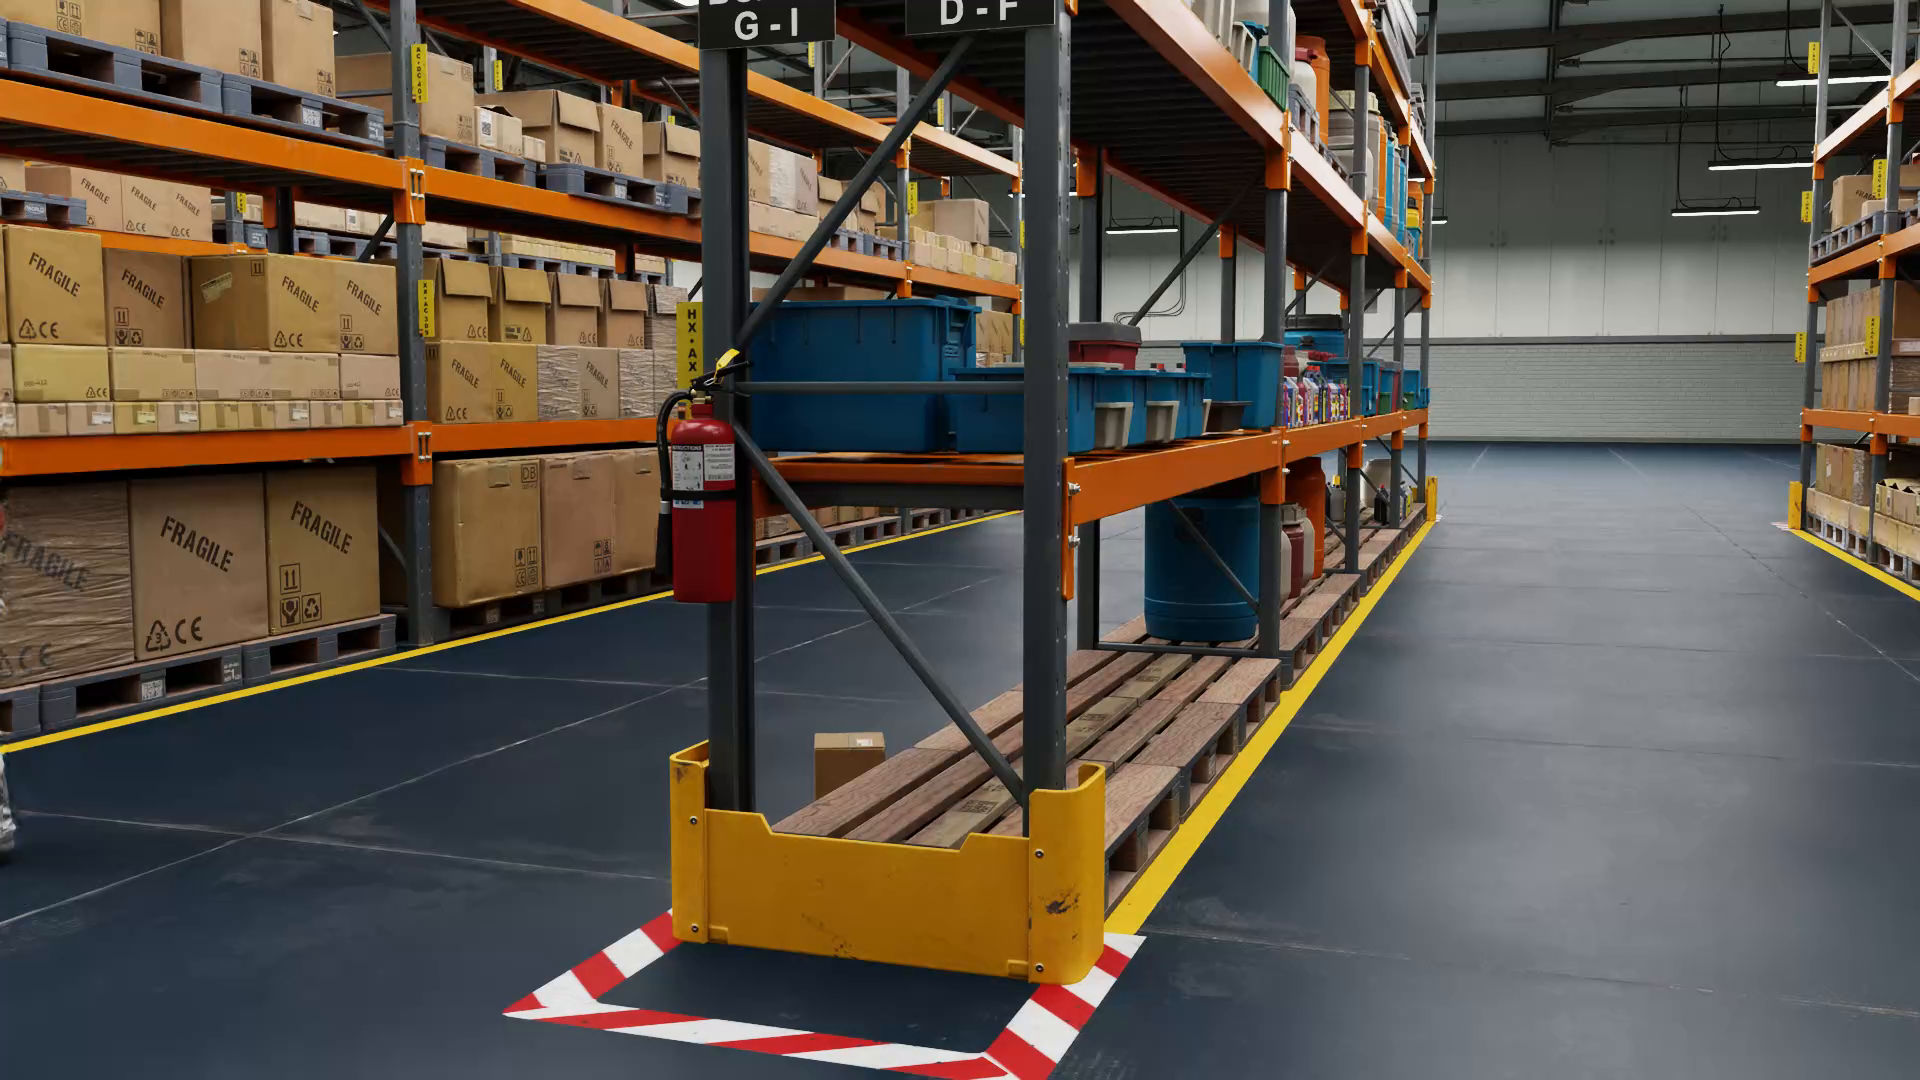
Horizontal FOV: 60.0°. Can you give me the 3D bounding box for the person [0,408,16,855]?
[{"bbox_3d":[-3.248,0.131,5.192,0.468,1.813,0.531,-2,5,-19],"label":"person"}]
